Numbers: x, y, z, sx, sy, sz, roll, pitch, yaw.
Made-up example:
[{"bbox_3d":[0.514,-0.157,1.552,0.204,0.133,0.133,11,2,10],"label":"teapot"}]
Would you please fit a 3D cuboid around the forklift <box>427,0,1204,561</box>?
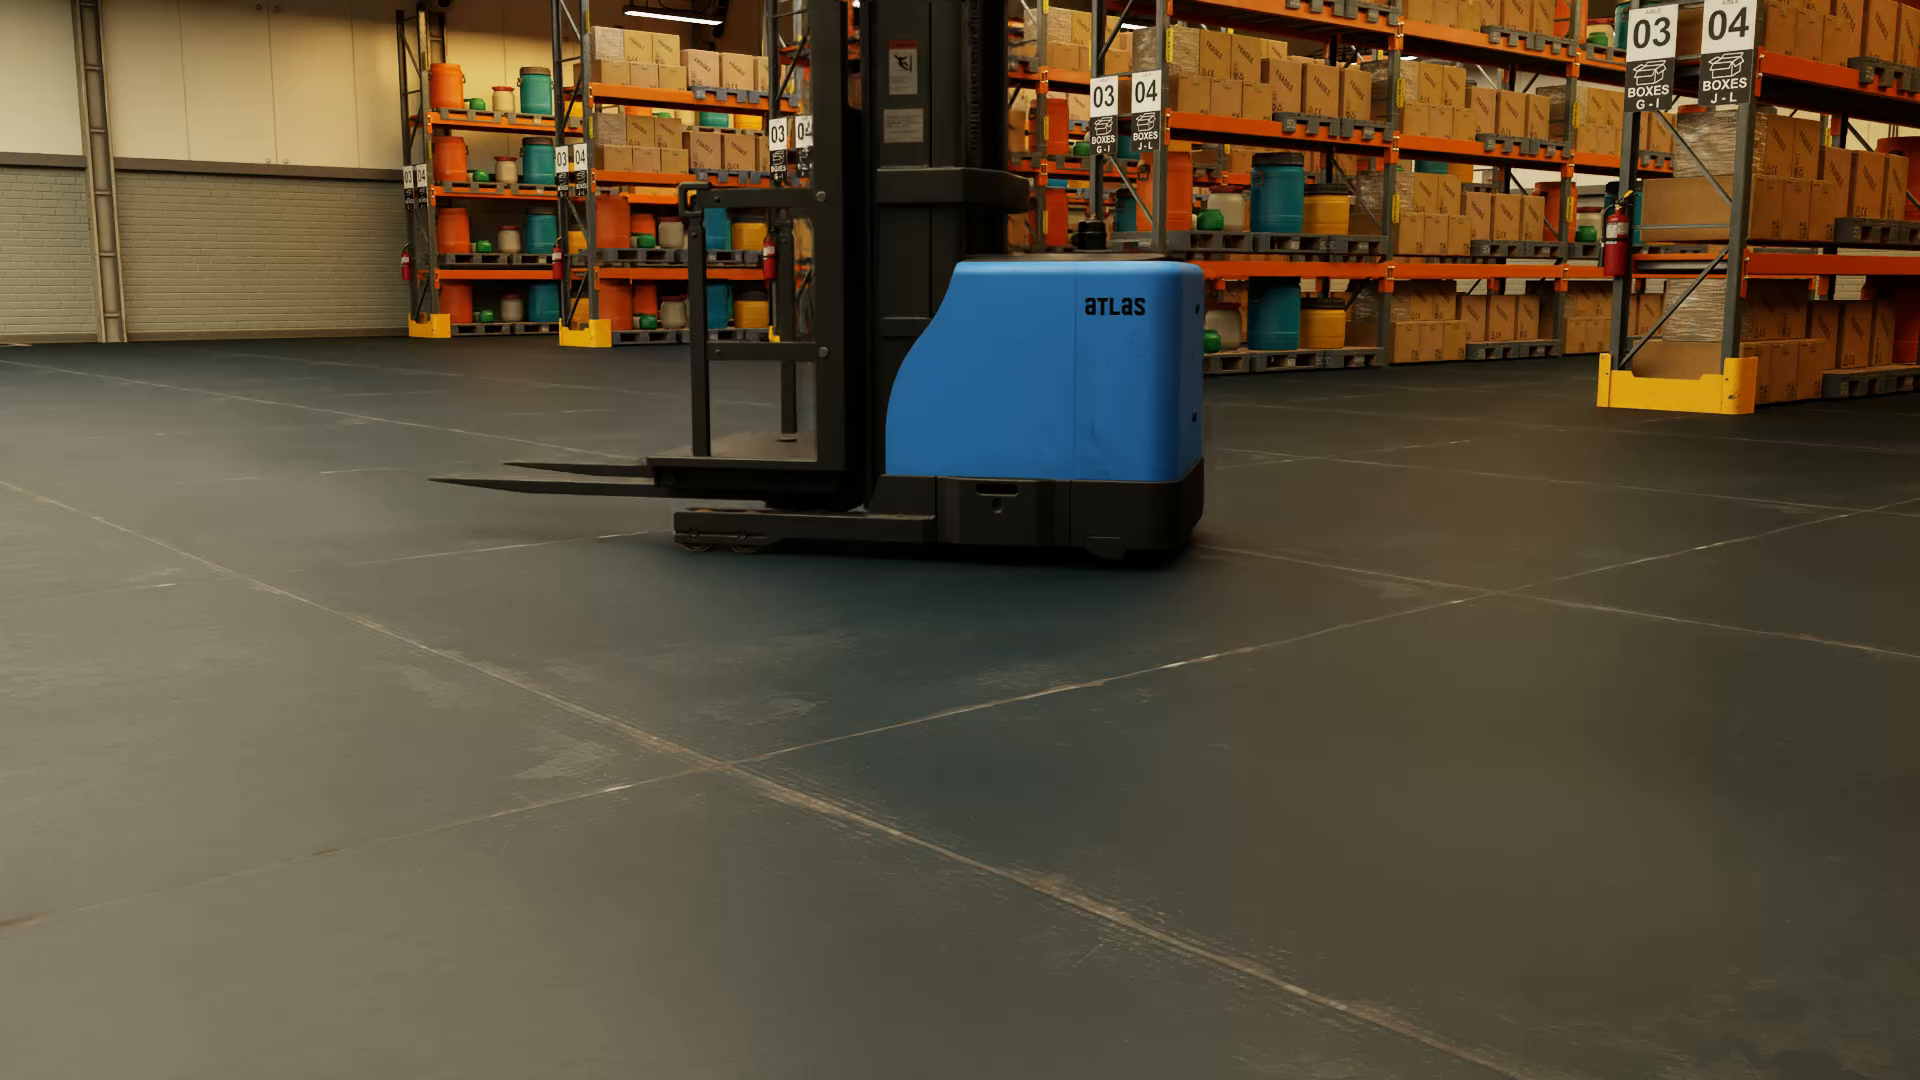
[{"bbox_3d":[-0.592,-1.470,6.454,3.031,2.935,1.130,2,9,13],"label":"forklift"}]
